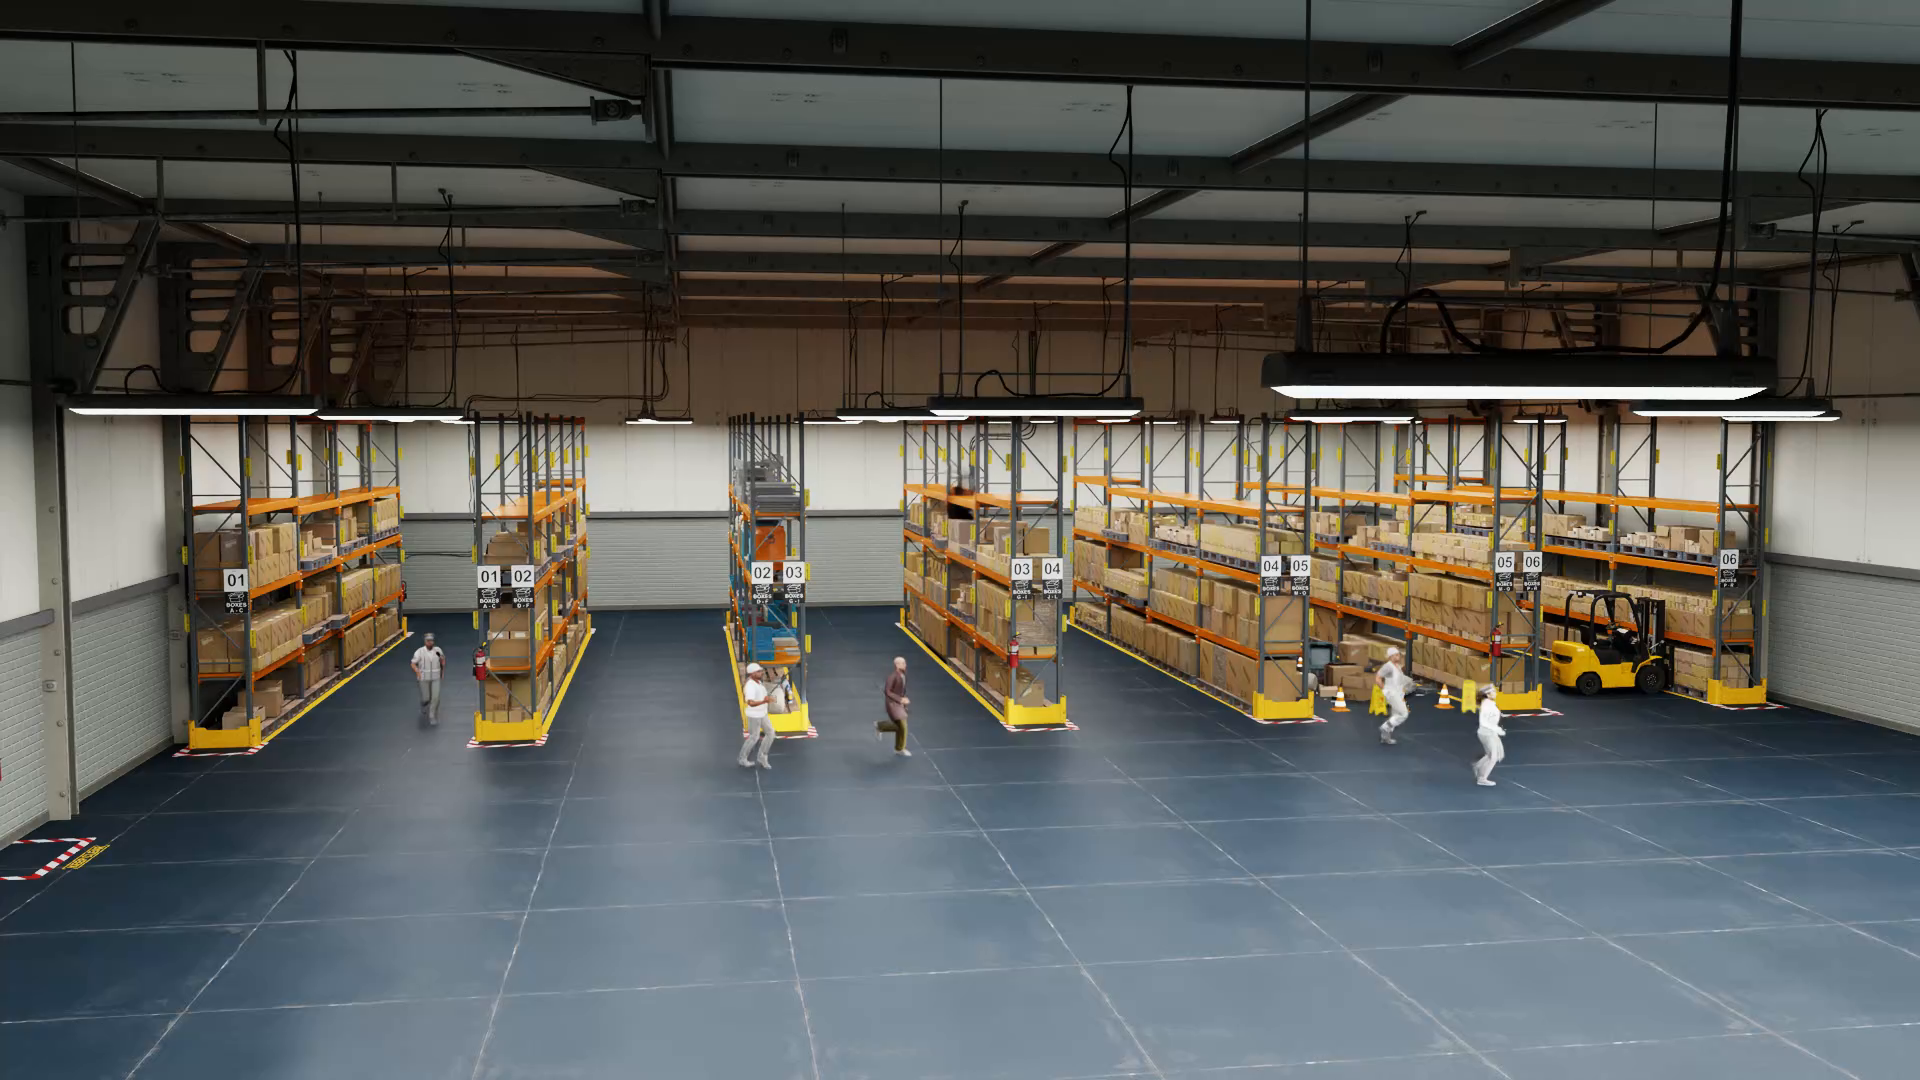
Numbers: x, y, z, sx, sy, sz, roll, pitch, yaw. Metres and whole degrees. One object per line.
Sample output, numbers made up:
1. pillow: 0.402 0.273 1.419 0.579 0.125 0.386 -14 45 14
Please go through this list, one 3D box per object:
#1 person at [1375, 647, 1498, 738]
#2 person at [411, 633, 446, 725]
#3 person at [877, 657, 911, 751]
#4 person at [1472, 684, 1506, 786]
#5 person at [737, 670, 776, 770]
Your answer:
1. person: 8.120 2.889 28.276 2.883 1.691 3.054 3 5 34
2. person: -10.295 2.669 32.277 0.662 1.764 0.775 -2 4 -28
3. person: -1.140 2.867 29.047 0.682 1.636 0.703 1 4 21
4. person: 8.428 3.093 26.472 0.539 1.651 0.592 2 4 25
5. person: -3.378 3.019 27.761 0.701 1.690 0.673 1 4 15
